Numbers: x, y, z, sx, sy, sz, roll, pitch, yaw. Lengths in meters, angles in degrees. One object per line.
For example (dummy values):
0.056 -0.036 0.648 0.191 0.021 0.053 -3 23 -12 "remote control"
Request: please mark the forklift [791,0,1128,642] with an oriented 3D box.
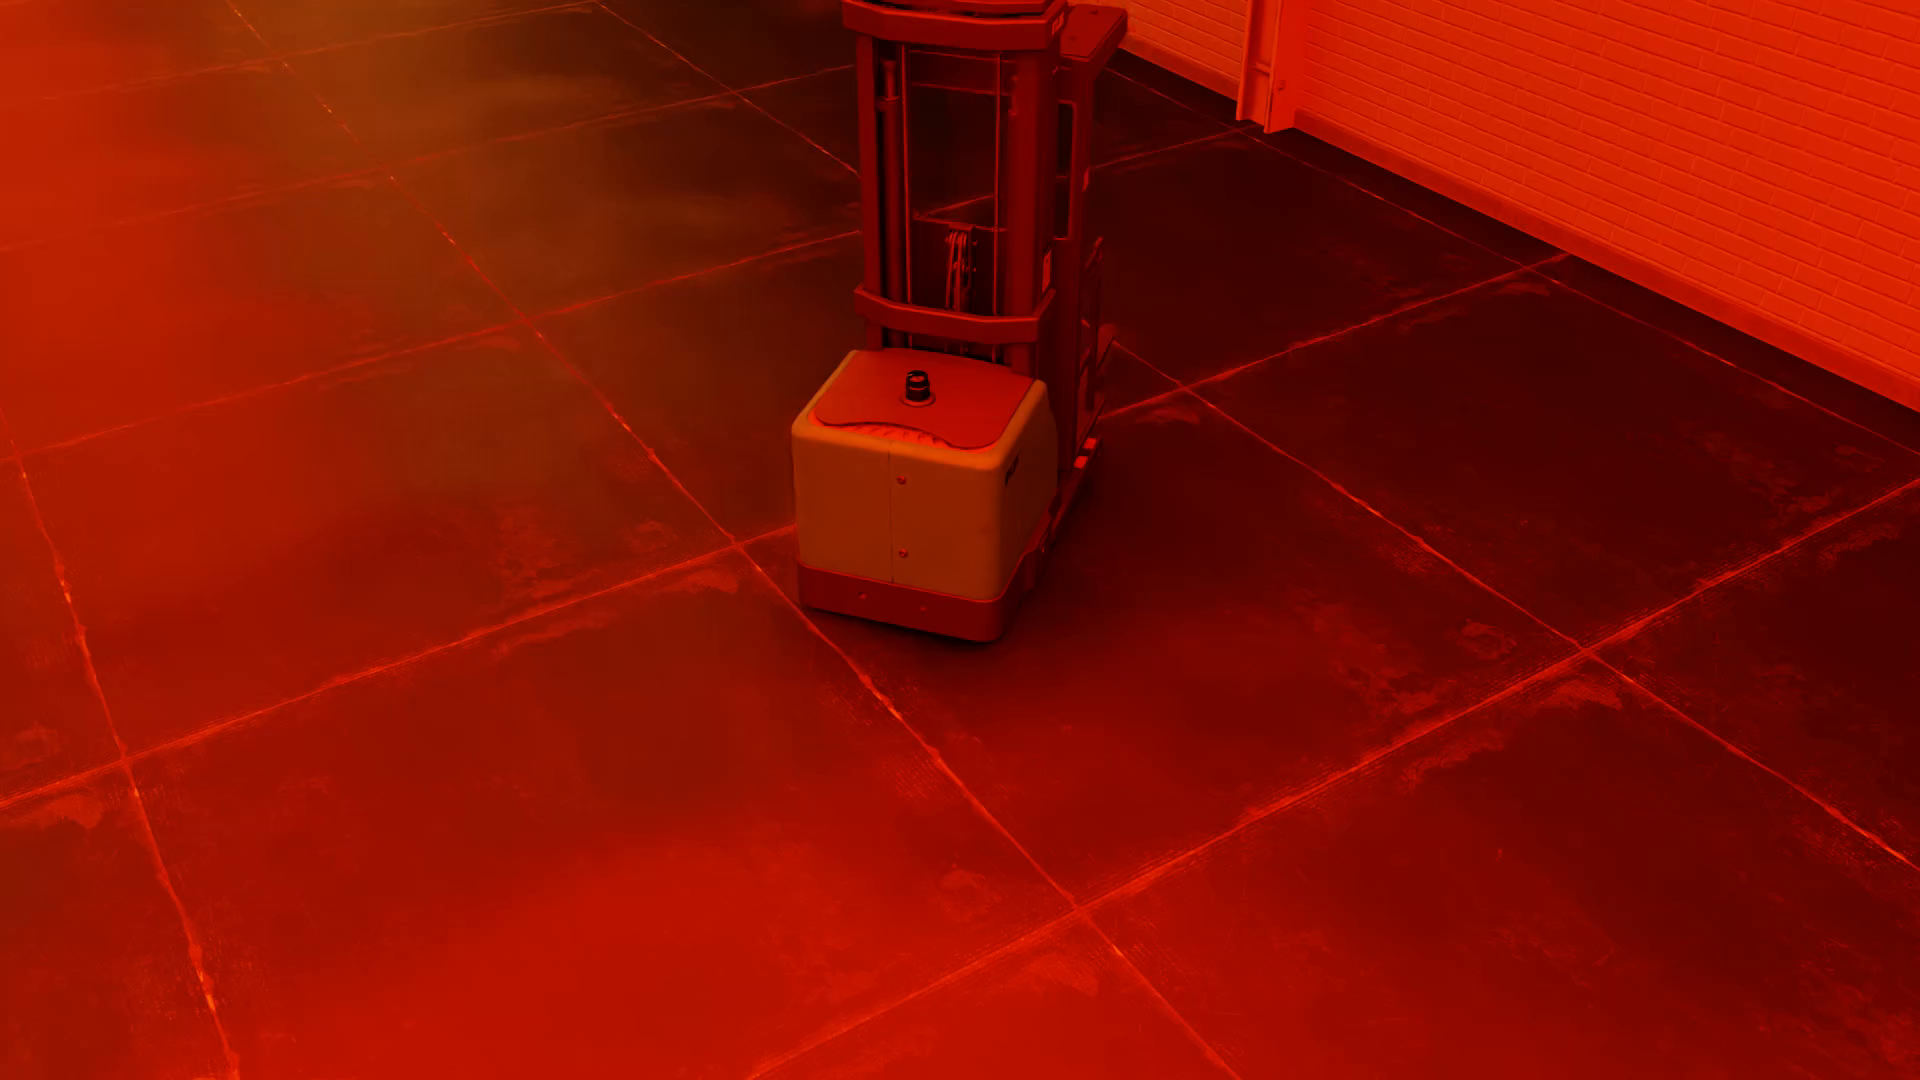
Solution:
0.156 -1.561 8.369 1.130 2.935 3.031 11 37 15 "forklift"
